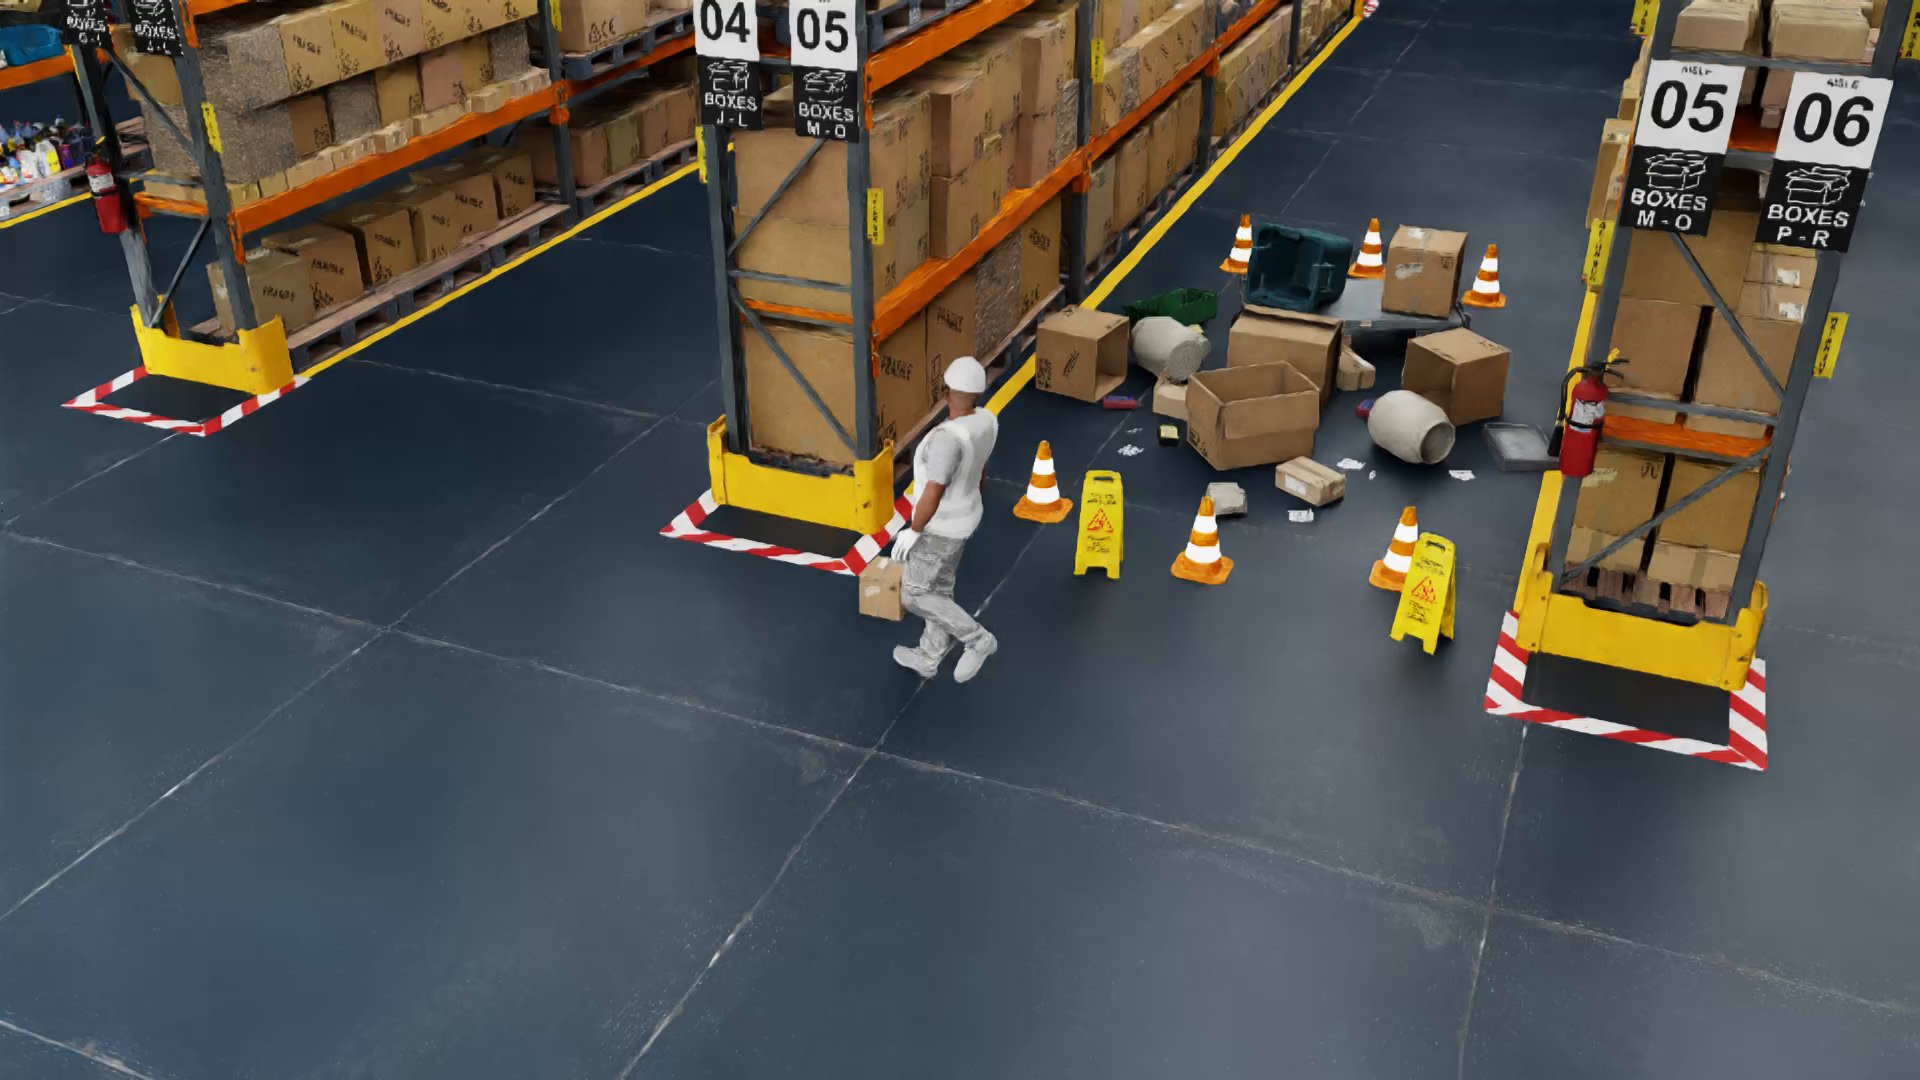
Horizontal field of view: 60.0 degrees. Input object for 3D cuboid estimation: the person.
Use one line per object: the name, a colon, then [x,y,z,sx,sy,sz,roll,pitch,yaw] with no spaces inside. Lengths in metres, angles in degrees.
person: [-0.082,-0.085,8.546,0.593,1.761,0.667,12,31,20]
